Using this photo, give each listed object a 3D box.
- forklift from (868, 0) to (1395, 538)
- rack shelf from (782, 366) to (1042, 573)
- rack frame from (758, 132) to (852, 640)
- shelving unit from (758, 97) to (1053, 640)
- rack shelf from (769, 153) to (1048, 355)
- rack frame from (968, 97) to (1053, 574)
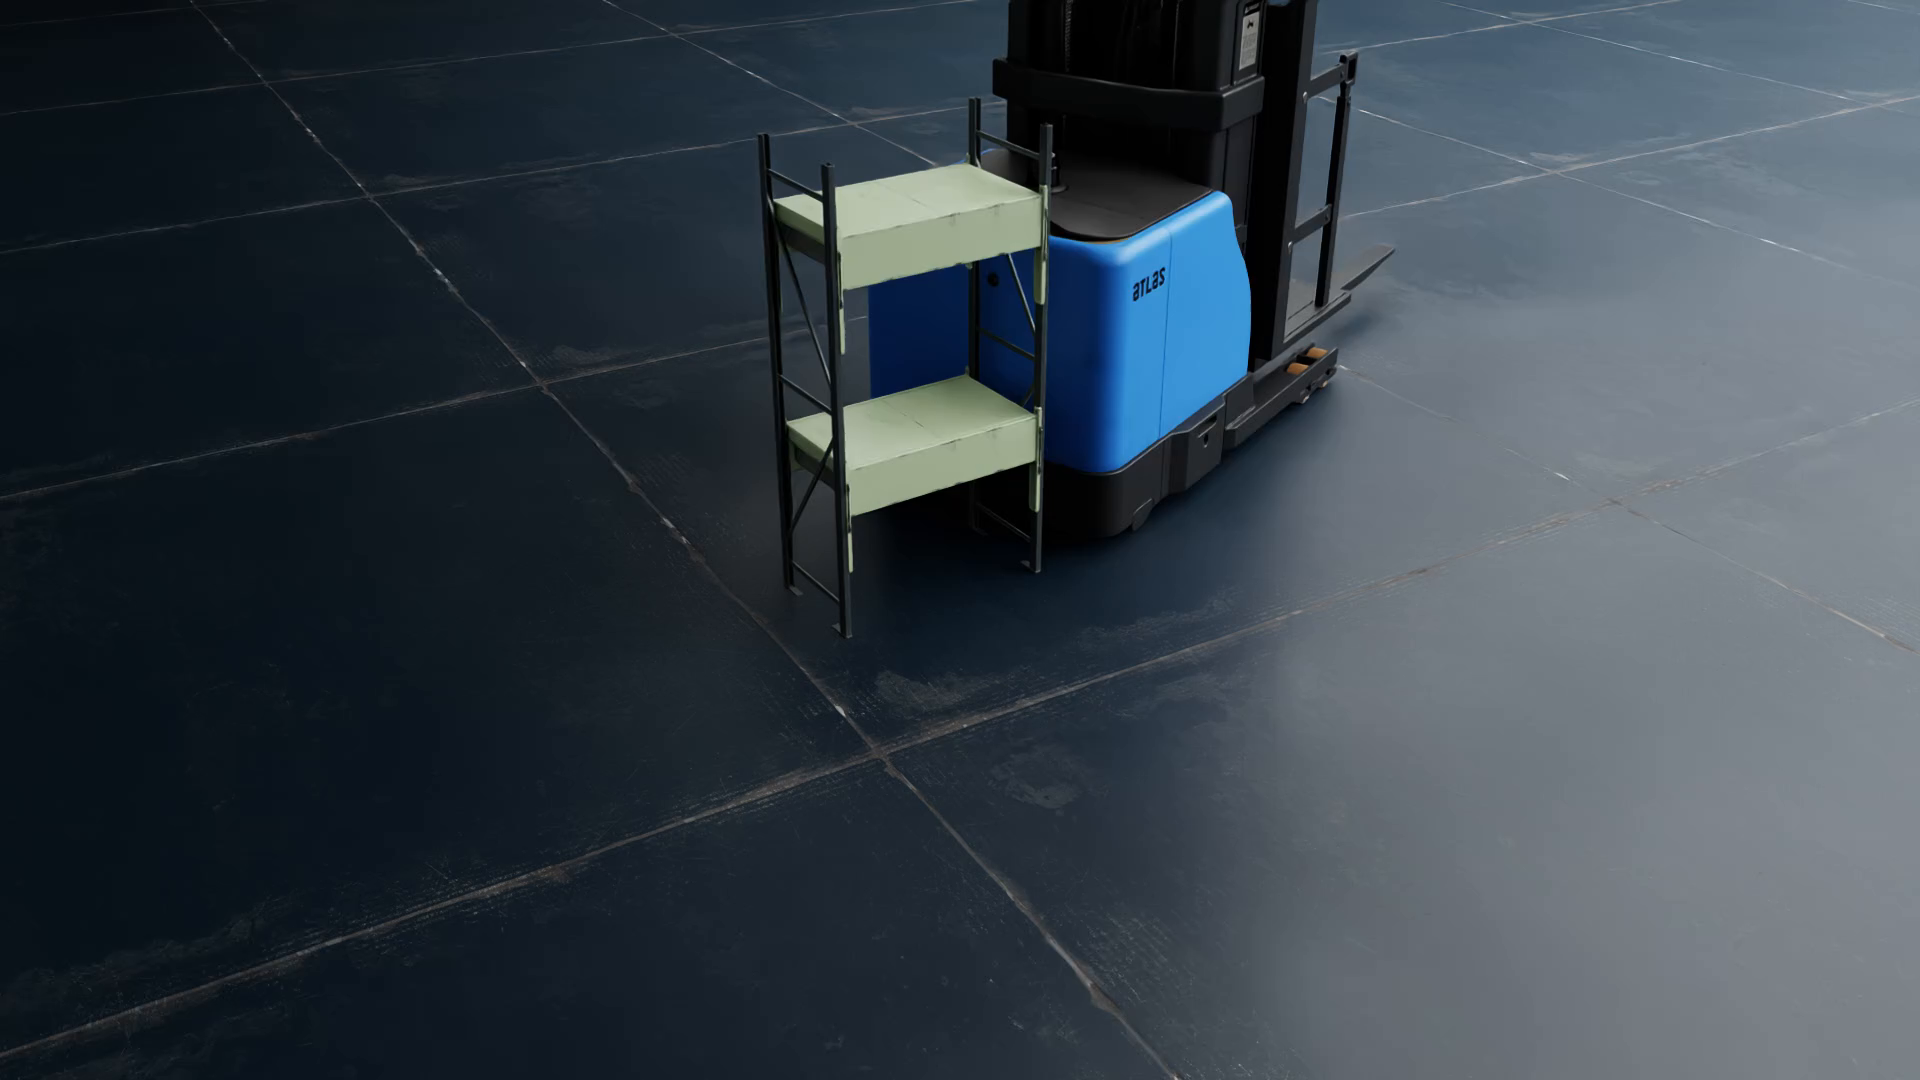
[{"bbox_3d":[0.908,-1.952,6.254,1.130,2.935,3.031,18,34,30],"label":"forklift"},{"bbox_3d":[-0.155,-0.241,5.309,0.720,0.370,0.431,-18,34,-29],"label":"rack shelf"},{"bbox_3d":[-0.458,-0.427,4.972,0.023,1.500,0.400,-18,34,-29],"label":"rack frame"},{"bbox_3d":[-0.155,-0.526,5.151,0.755,1.500,0.431,-18,34,-29],"label":"shelving unit"},{"bbox_3d":[-0.155,-0.868,4.963,0.720,0.370,0.431,-18,34,-29],"label":"rack shelf"},{"bbox_3d":[0.149,-0.625,5.331,0.023,1.500,0.400,-18,34,-29],"label":"rack frame"}]
